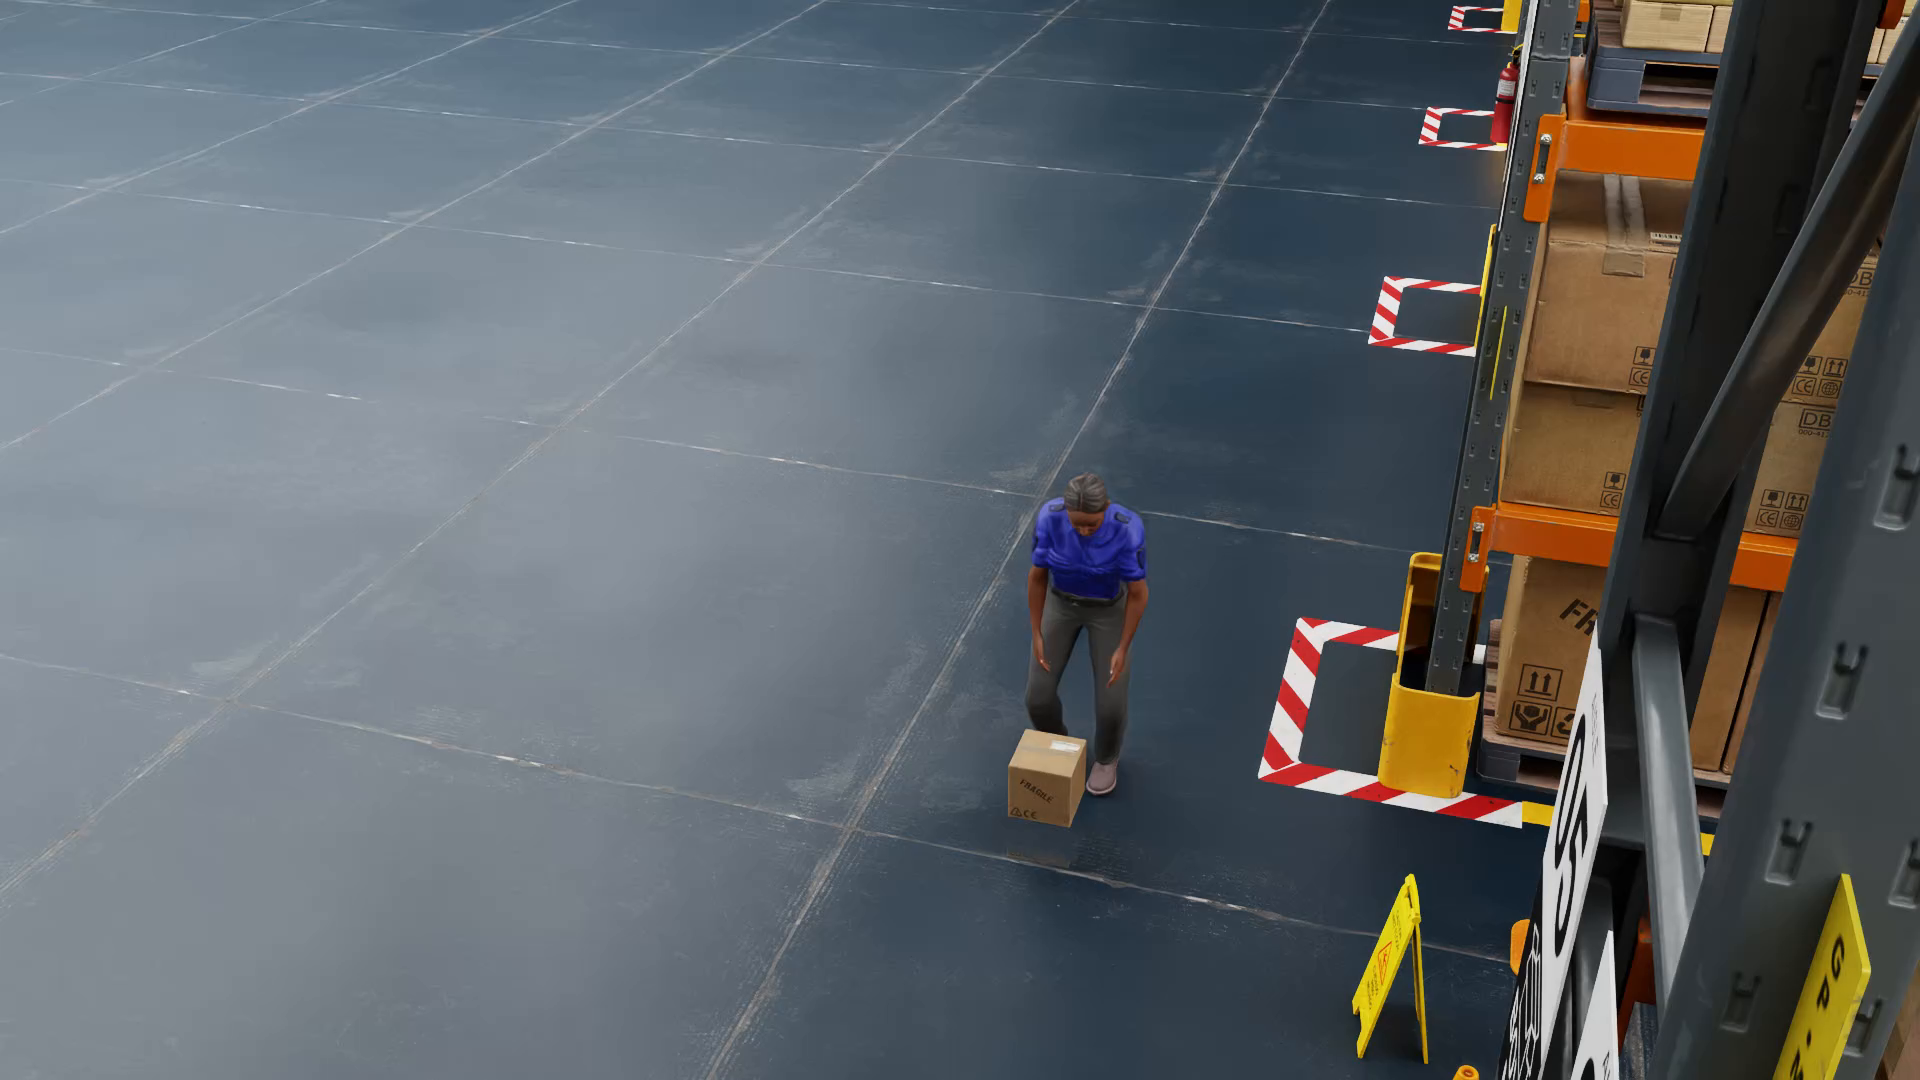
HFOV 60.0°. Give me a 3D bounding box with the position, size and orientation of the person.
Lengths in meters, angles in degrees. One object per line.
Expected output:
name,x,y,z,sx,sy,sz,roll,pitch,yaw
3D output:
person,0.514,0.349,6.680,0.484,1.507,0.513,9,31,16
